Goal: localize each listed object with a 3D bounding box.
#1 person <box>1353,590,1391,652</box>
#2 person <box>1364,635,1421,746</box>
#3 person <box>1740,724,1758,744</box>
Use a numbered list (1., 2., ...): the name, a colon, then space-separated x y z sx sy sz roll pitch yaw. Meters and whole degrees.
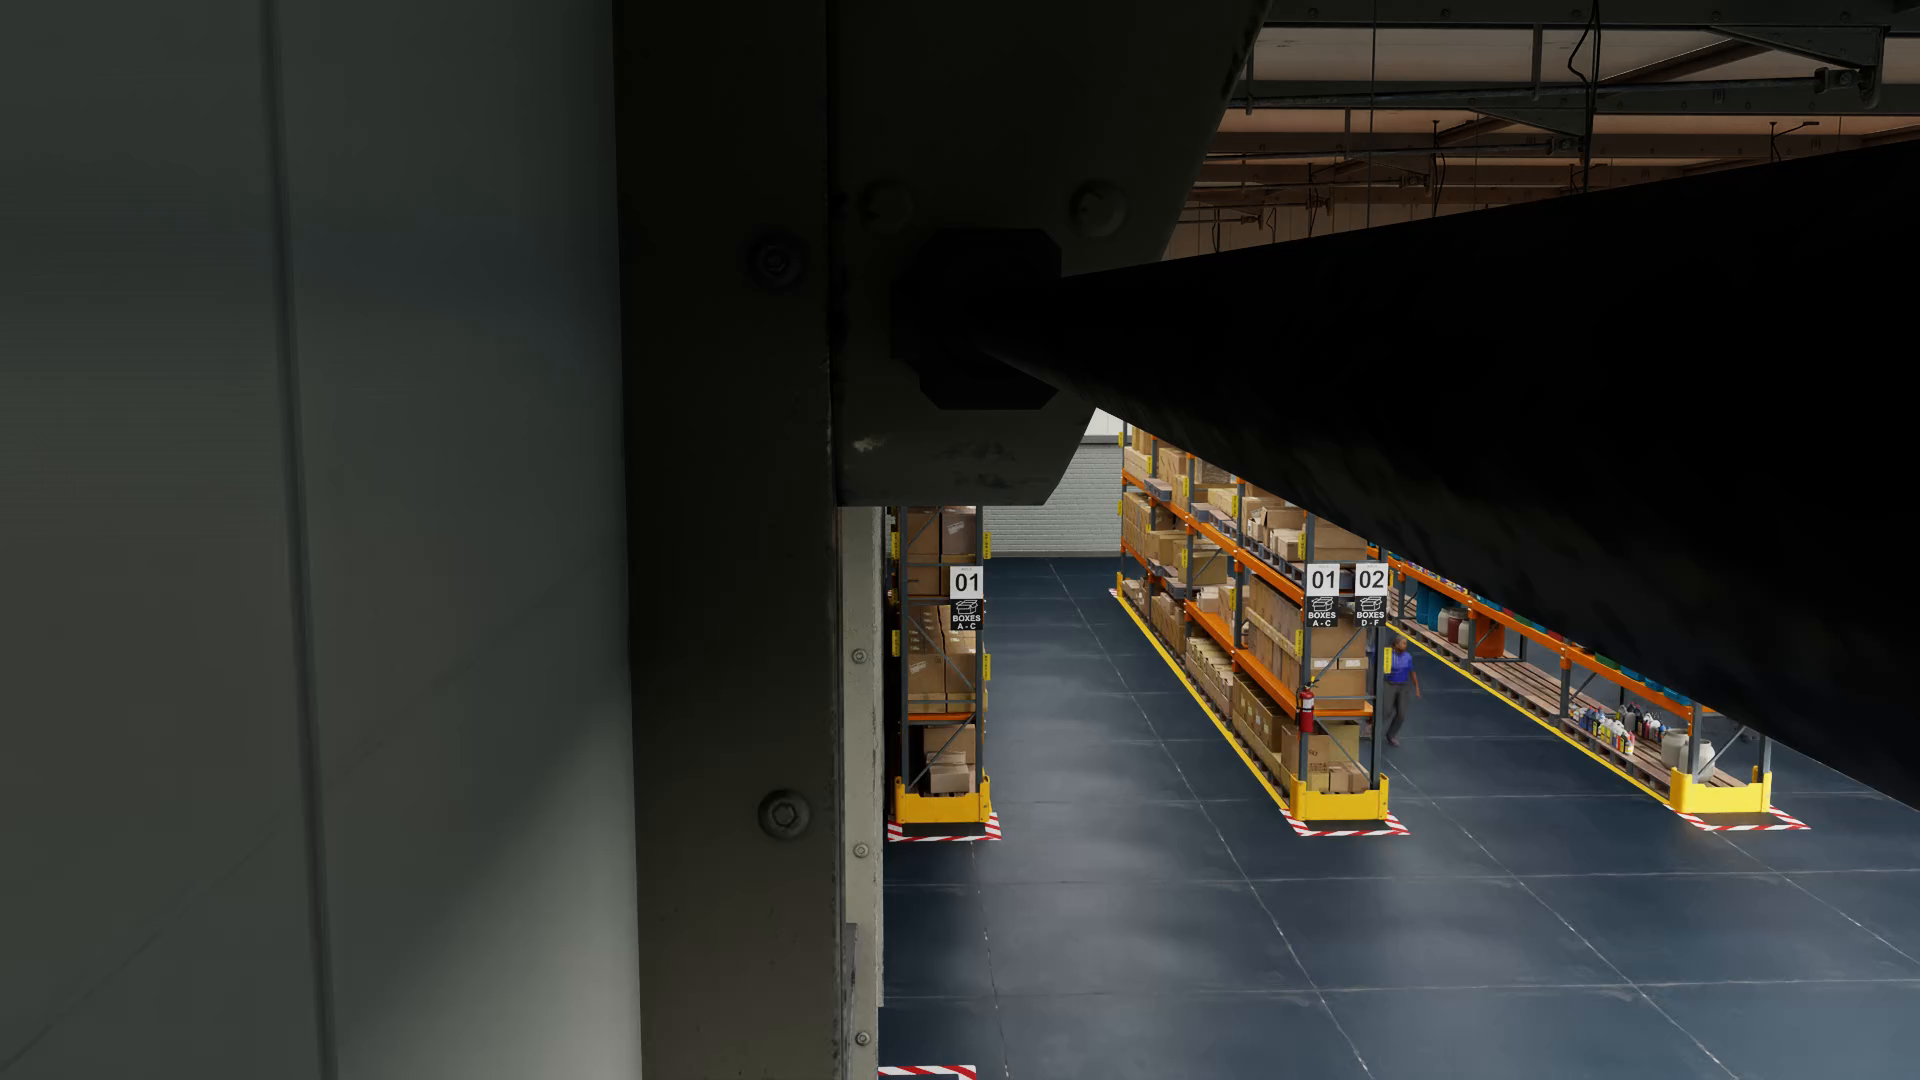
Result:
1. person: 7.521 1.278 30.267 0.597 1.621 0.733 1 8 4
2. person: 6.252 2.157 24.075 0.630 1.623 0.651 -2 8 -12
3. person: 11.652 2.166 24.127 0.720 1.629 0.523 0 8 2
